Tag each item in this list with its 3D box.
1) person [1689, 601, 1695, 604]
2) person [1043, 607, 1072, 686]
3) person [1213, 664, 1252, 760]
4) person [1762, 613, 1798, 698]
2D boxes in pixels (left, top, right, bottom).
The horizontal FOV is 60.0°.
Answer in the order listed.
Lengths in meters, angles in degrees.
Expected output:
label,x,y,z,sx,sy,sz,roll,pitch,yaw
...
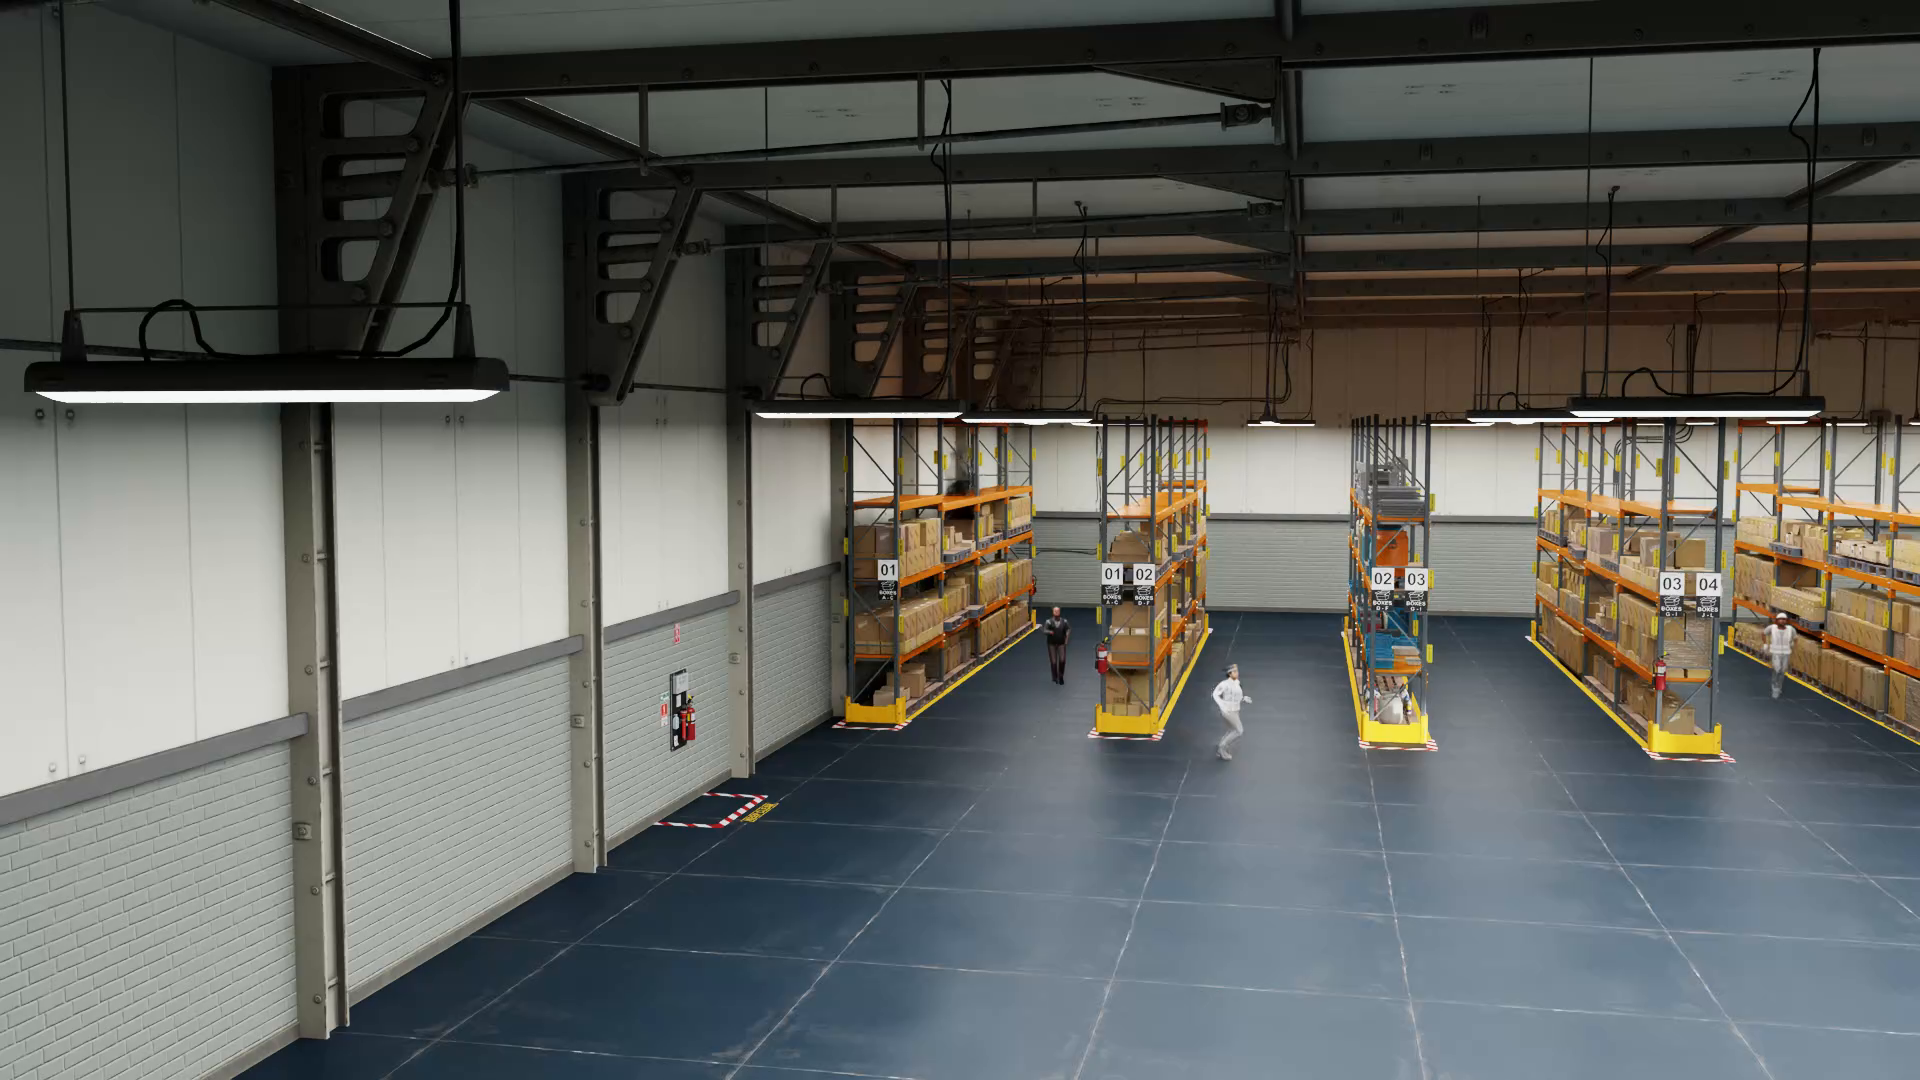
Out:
label,x,y,z,sx,sy,sz,roll,pitch,yaw
person,19.718,1.888,45.026,0.761,1.665,0.864,-2,5,-33
person,2.167,2.366,36.978,0.640,1.735,0.663,0,4,2
person,4.739,2.966,28.779,0.601,1.661,0.591,3,5,36
person,17.592,2.474,35.630,0.662,1.839,0.778,1,4,10
